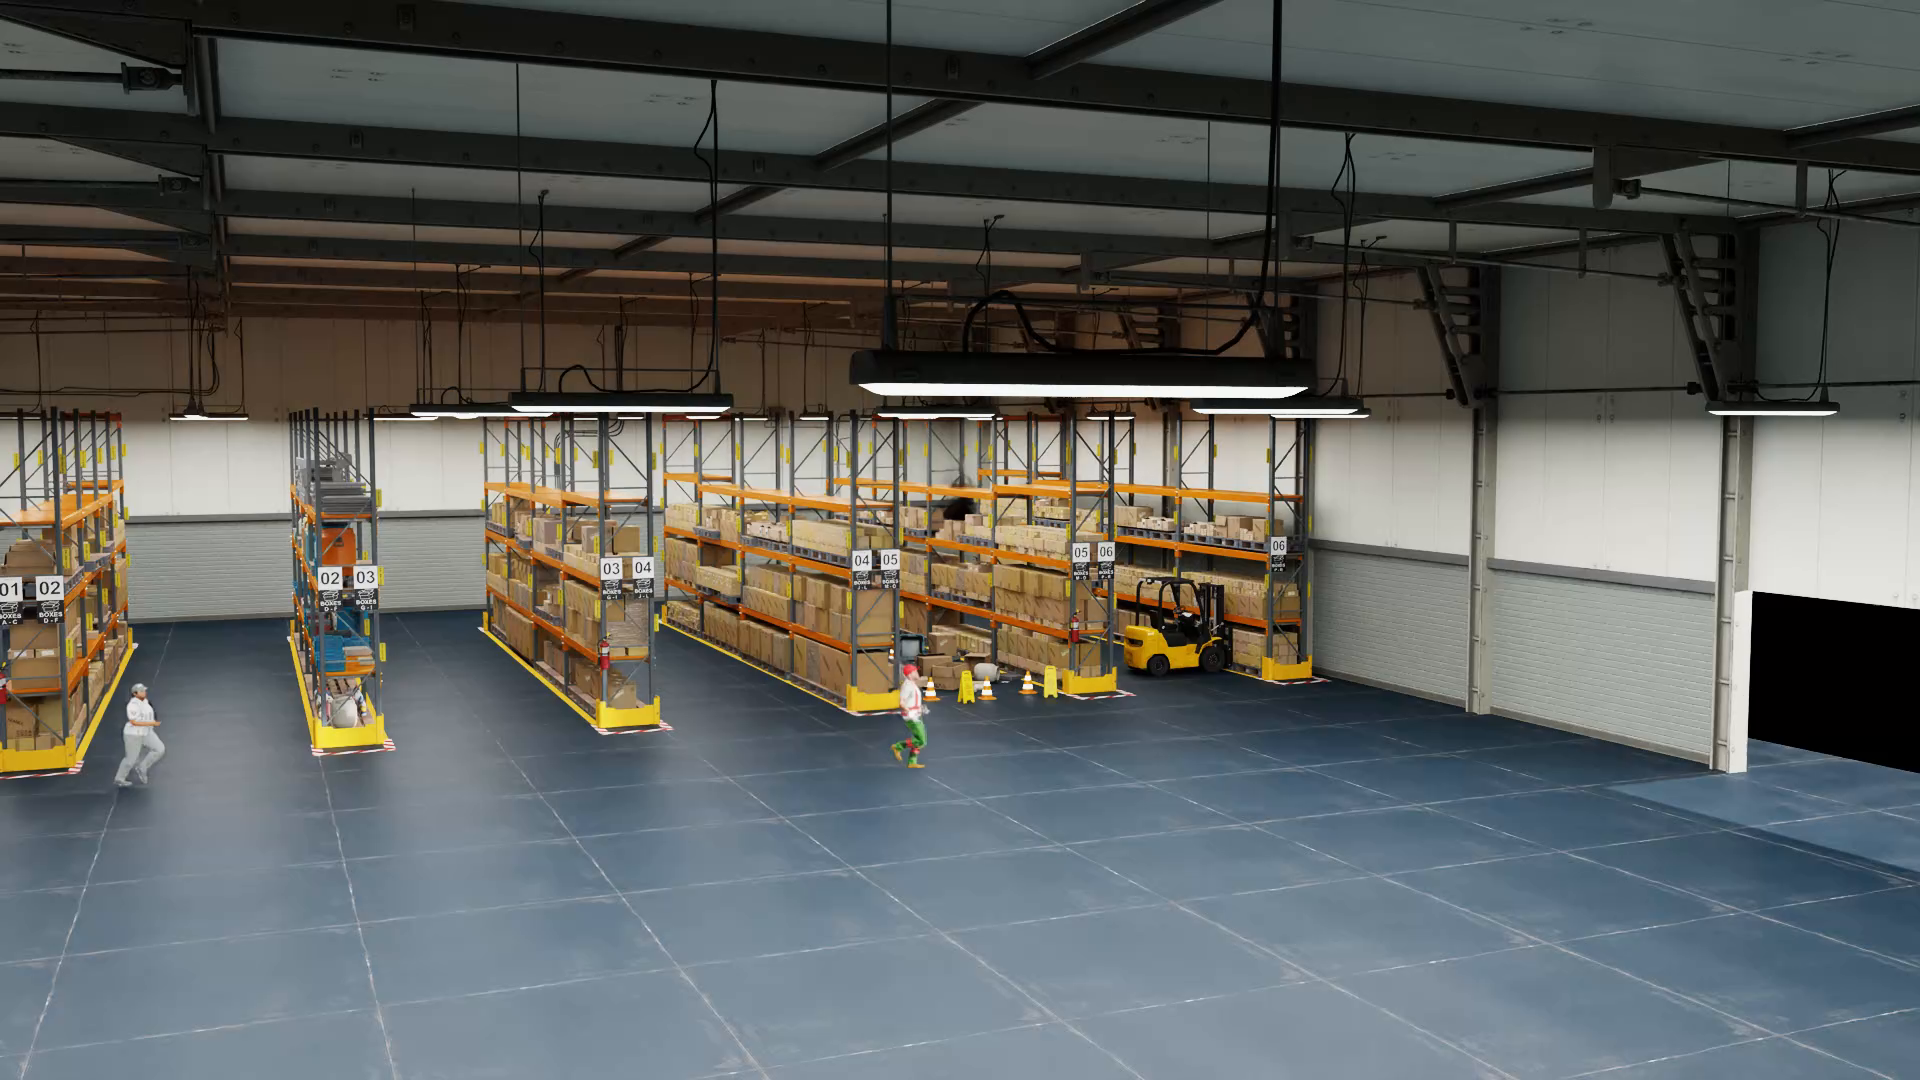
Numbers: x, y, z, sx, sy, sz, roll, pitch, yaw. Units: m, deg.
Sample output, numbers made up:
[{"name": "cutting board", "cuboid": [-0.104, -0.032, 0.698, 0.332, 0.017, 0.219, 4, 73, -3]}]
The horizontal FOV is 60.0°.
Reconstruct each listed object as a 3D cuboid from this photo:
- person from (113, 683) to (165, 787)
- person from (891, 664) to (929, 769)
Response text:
[{"name": "person", "cuboid": [-12.916, 3.055, 26.211, 0.800, 1.620, 0.621, 1, 4, 7]}, {"name": "person", "cuboid": [-0.830, 2.929, 27.577, 0.601, 1.739, 0.659, 0, 4, 7]}]
